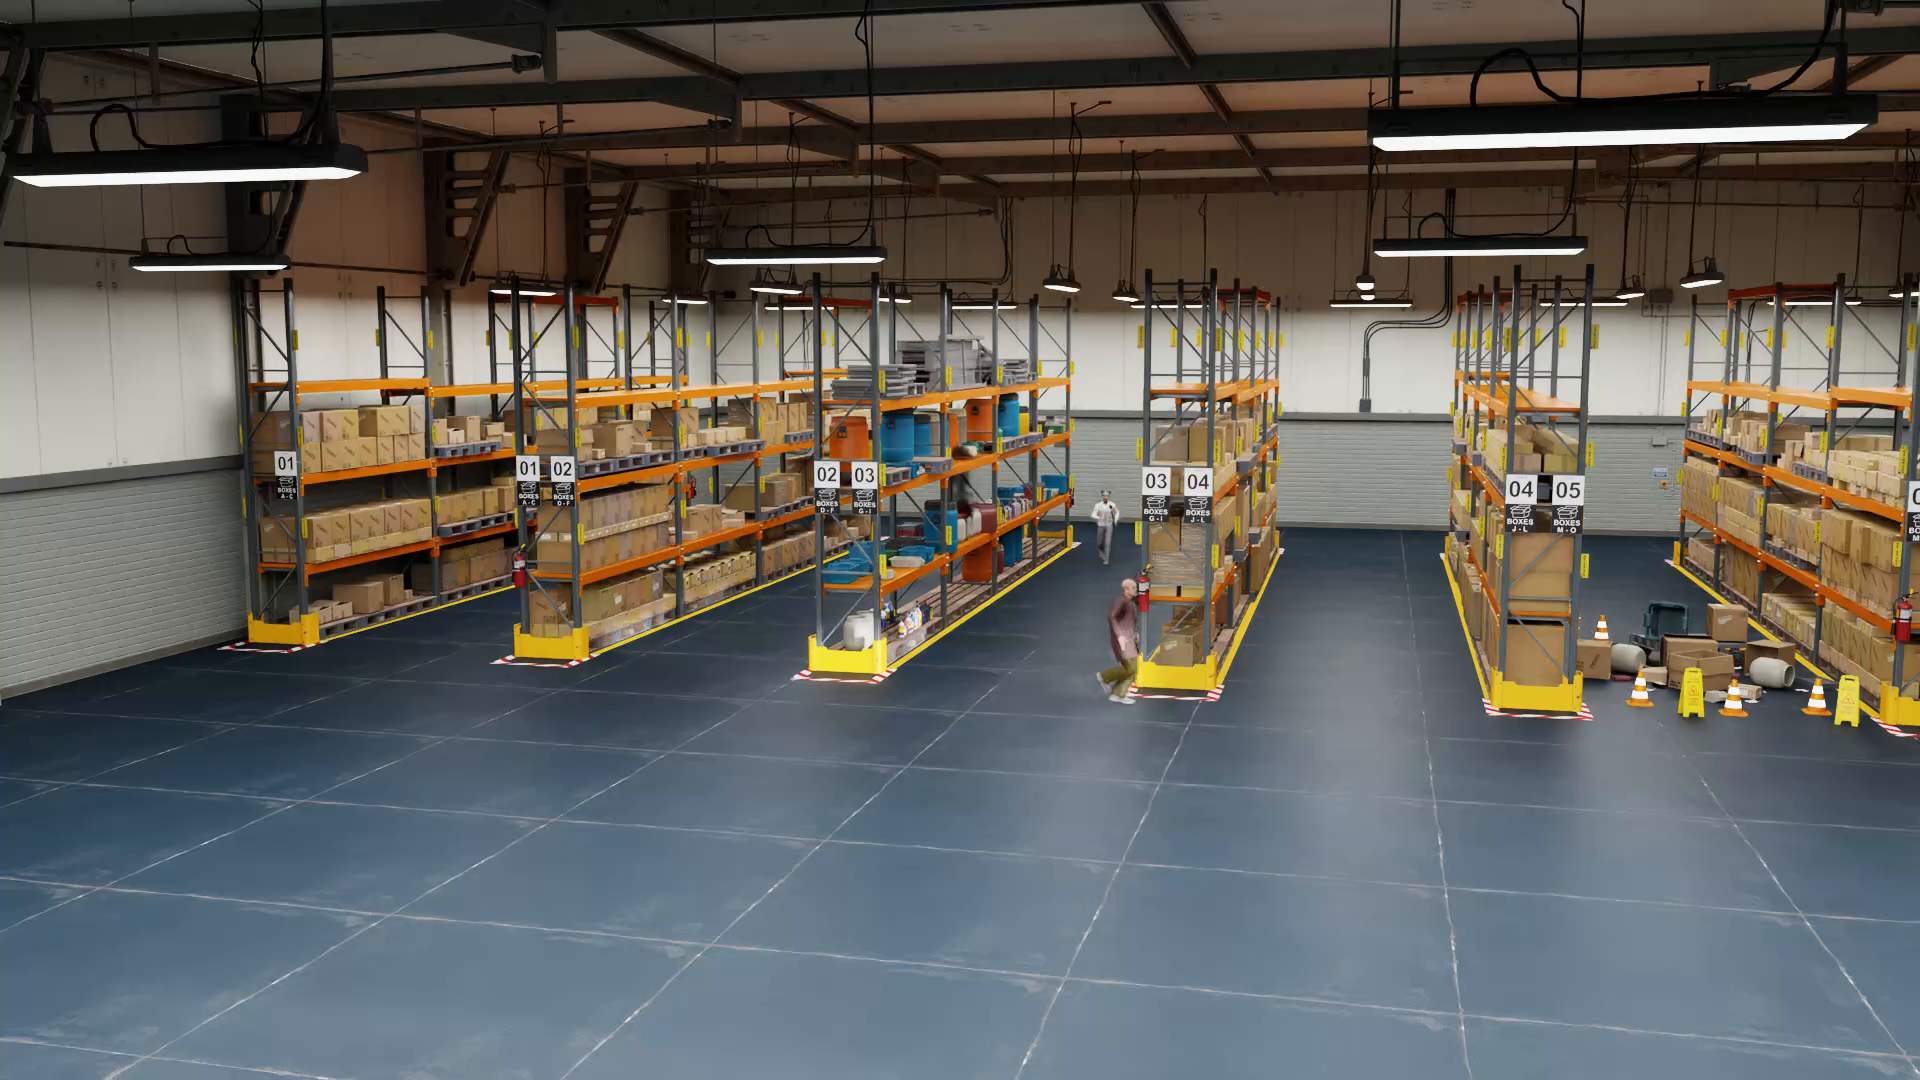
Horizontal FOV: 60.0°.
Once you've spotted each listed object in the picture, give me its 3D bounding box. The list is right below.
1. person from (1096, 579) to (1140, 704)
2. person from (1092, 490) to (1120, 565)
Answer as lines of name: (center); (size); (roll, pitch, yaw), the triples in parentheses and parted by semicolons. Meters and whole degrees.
person: (2.230, 1.405, 23.004); (0.567, 1.745, 0.775); (4, 8, 28)
person: (3.269, -0.307, 37.305); (0.627, 1.665, 0.870); (1, 7, 7)
